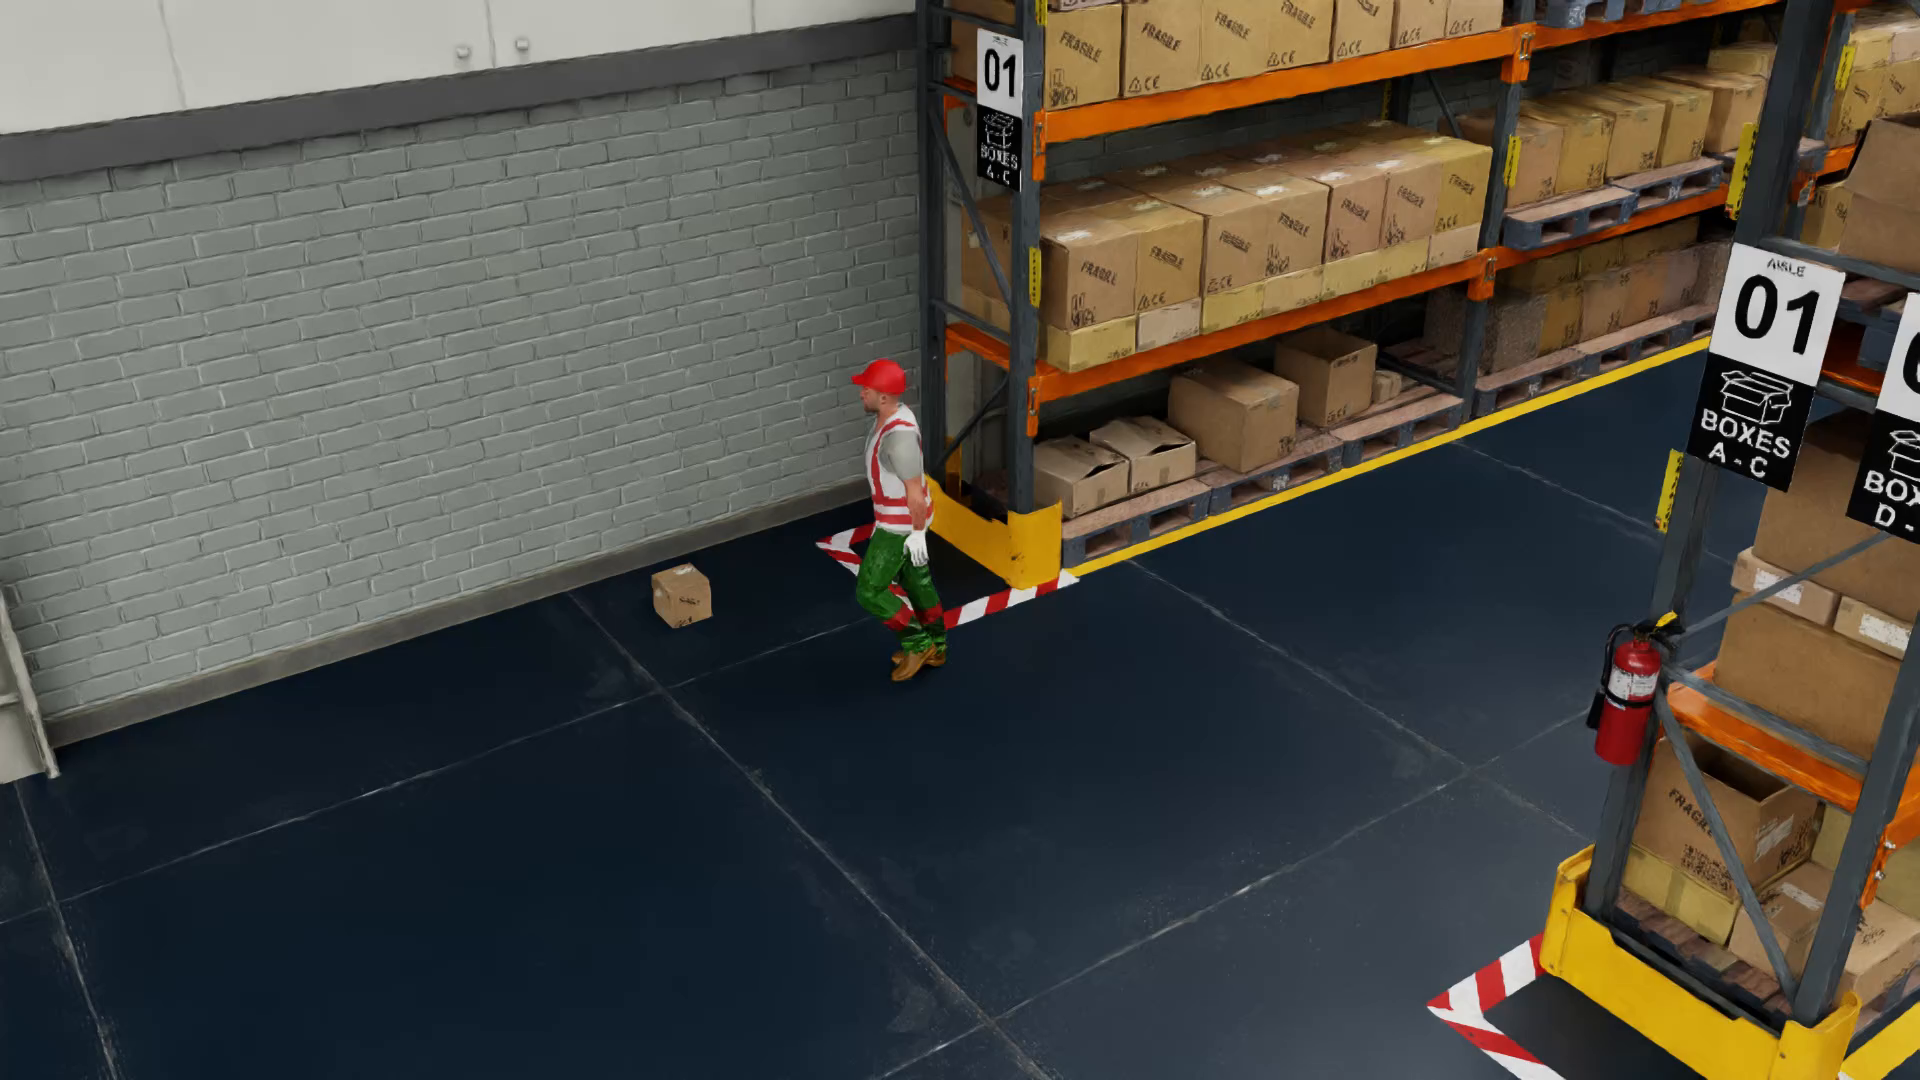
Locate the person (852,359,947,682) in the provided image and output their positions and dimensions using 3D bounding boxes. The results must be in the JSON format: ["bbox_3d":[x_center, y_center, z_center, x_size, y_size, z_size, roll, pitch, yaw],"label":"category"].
[{"bbox_3d":[-0.317,-0.103,8.752,0.483,1.774,0.573,-1,28,-2],"label":"person"}]
